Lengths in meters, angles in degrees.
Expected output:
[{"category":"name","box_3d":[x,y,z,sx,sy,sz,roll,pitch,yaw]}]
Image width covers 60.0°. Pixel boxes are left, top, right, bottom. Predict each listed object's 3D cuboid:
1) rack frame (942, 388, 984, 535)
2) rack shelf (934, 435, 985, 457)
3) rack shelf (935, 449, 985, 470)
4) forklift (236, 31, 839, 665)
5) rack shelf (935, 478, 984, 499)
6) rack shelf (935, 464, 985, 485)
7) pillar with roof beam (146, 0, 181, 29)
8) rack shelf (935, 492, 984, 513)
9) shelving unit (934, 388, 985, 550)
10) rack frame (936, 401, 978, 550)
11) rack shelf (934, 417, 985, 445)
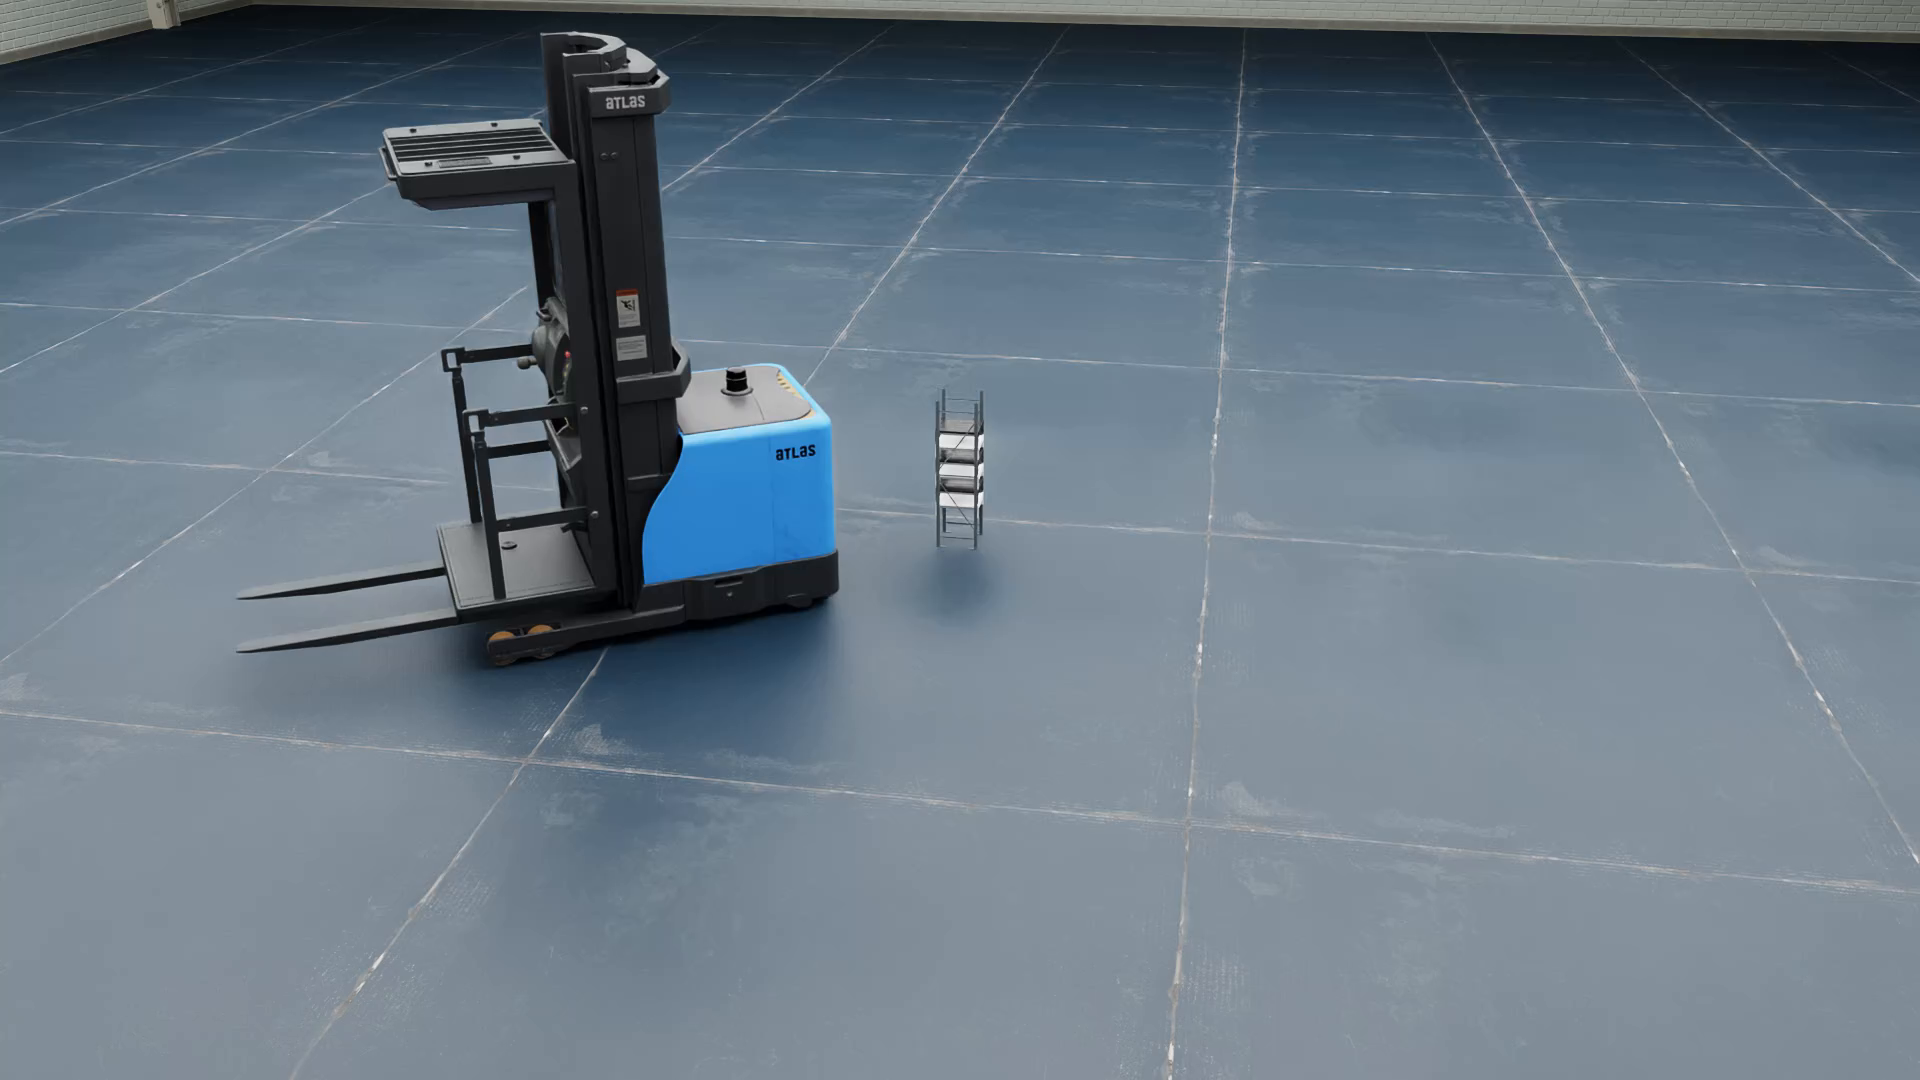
[{"category":"rack frame","box_3d":[0.015,-0.447,9.643,0.240,0.900,0.006,4,25,9]},{"category":"rack shelf","box_3d":[-0.001,-0.537,9.490,0.258,0.077,0.200,4,25,9]},{"category":"rack shelf","box_3d":[-0.001,-0.455,9.528,0.258,0.077,0.200,4,25,9]},{"category":"forklift","box_3d":[-2.225,-0.949,8.320,3.031,2.935,1.130,-9,27,-19]},{"category":"rack shelf","box_3d":[-0.001,-0.292,9.604,0.258,0.077,0.200,4,25,9]},{"category":"rack shelf","box_3d":[-0.001,-0.374,9.566,0.258,0.077,0.200,4,25,9]},{"category":"pillar with roof beam","box_3d":[-9.410,-12.608,26.071,9.100,9.000,0.400,4,25,9]},{"category":"rack shelf","box_3d":[-0.001,-0.211,9.642,0.258,0.077,0.200,4,25,9]},{"category":"shelving unit","box_3d":[-0.001,-0.404,9.552,0.258,0.900,0.210,4,25,9]},{"category":"rack frame","box_3d":[-0.018,-0.362,9.461,0.240,0.900,0.006,4,25,9]},{"category":"rack shelf","box_3d":[-0.001,-0.619,9.452,0.258,0.077,0.200,4,25,9]}]
